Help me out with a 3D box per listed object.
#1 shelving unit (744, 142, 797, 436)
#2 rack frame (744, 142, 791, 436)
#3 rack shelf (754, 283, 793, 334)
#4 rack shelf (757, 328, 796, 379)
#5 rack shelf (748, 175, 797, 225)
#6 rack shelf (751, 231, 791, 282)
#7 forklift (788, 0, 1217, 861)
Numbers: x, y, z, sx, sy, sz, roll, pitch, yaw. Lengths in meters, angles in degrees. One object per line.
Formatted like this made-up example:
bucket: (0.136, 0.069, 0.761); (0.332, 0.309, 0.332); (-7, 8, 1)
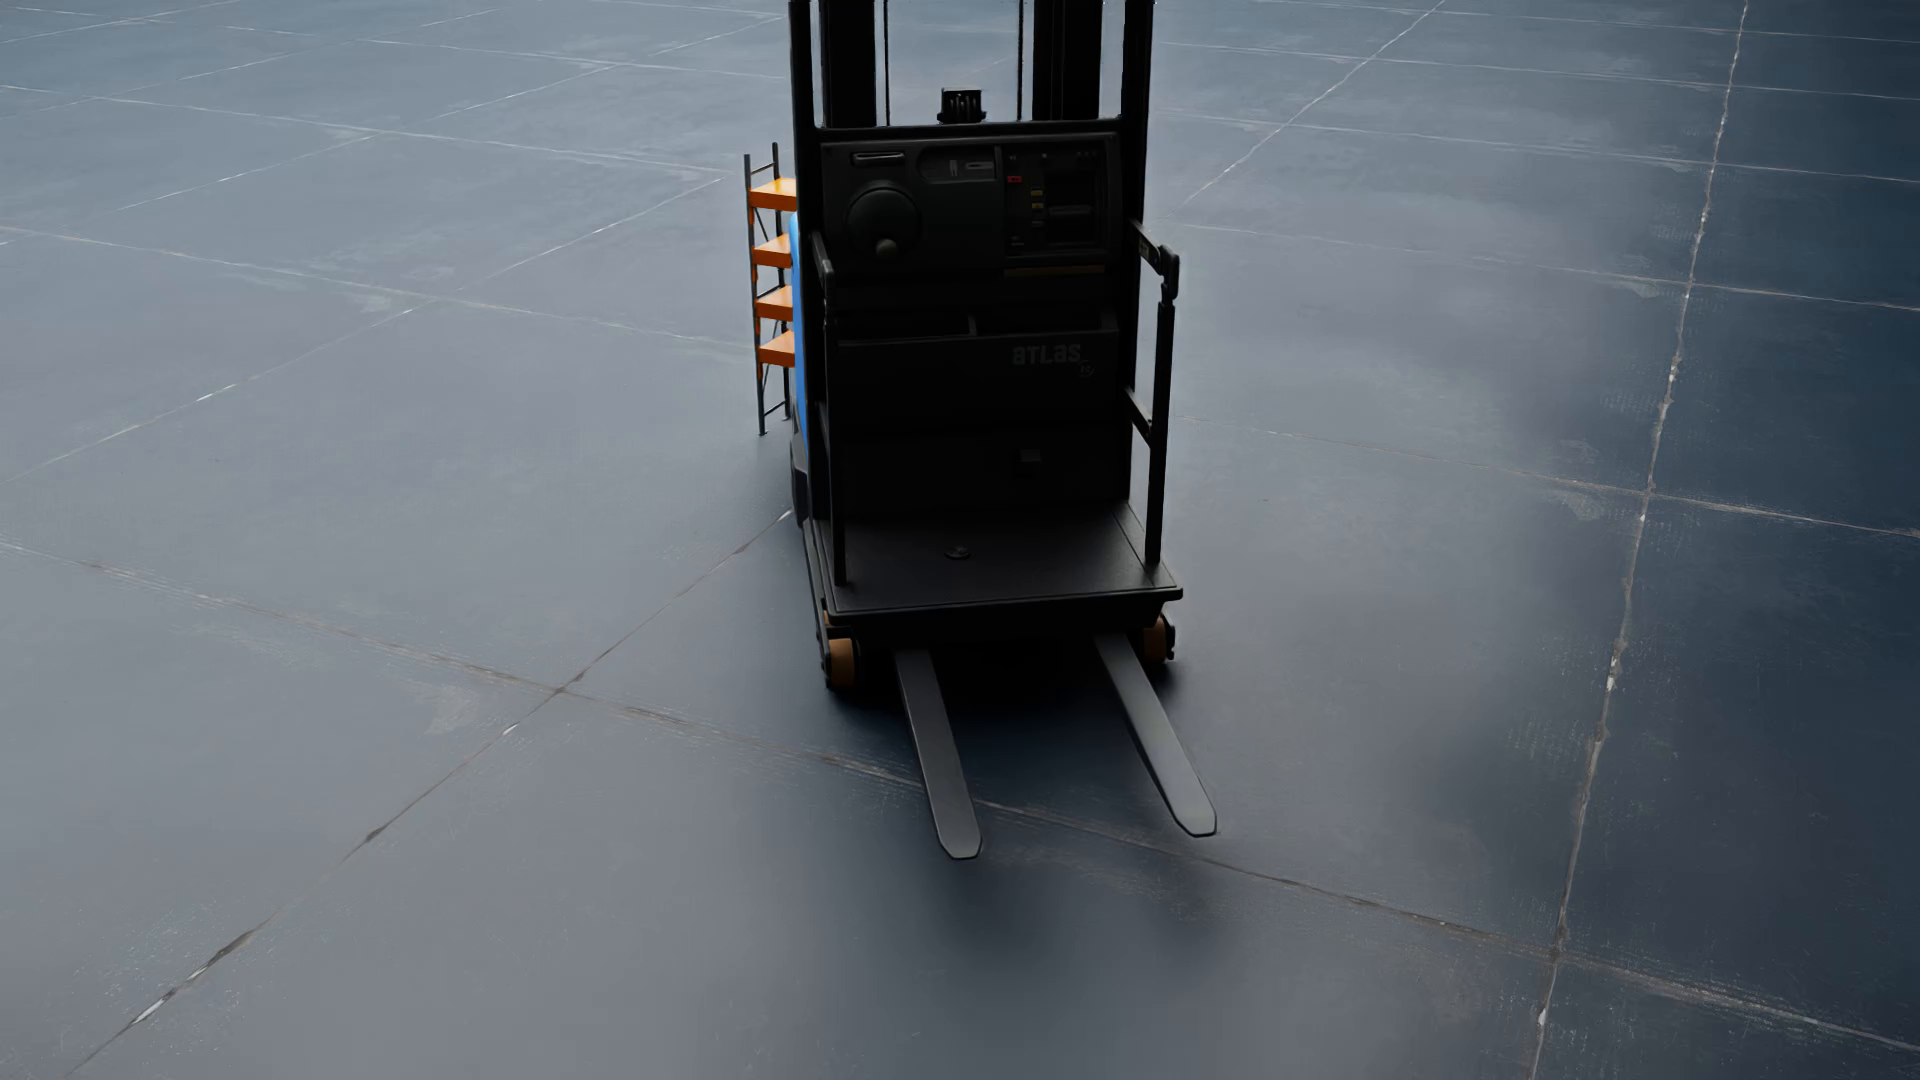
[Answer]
shelving unit: (-0.576, -0.985, 6.830); (0.503, 1.200, 0.258); (11, 28, 22)
rack frame: (-0.797, -1.030, 6.921); (0.015, 1.200, 0.240); (11, 28, 22)
rack shelf: (-0.575, -0.925, 6.860); (0.480, 0.148, 0.258); (11, 28, 22)
rack shelf: (-0.576, -0.747, 6.947); (0.480, 0.148, 0.258); (11, 28, 22)
rack shelf: (-0.576, -1.338, 6.656); (0.480, 0.148, 0.258); (11, 28, 22)
rack shelf: (-0.576, -1.126, 6.761); (0.480, 0.148, 0.258); (11, 28, 22)
forklift: (0.076, -1.013, 4.927); (1.130, 2.935, 3.031); (-4, 26, -8)
